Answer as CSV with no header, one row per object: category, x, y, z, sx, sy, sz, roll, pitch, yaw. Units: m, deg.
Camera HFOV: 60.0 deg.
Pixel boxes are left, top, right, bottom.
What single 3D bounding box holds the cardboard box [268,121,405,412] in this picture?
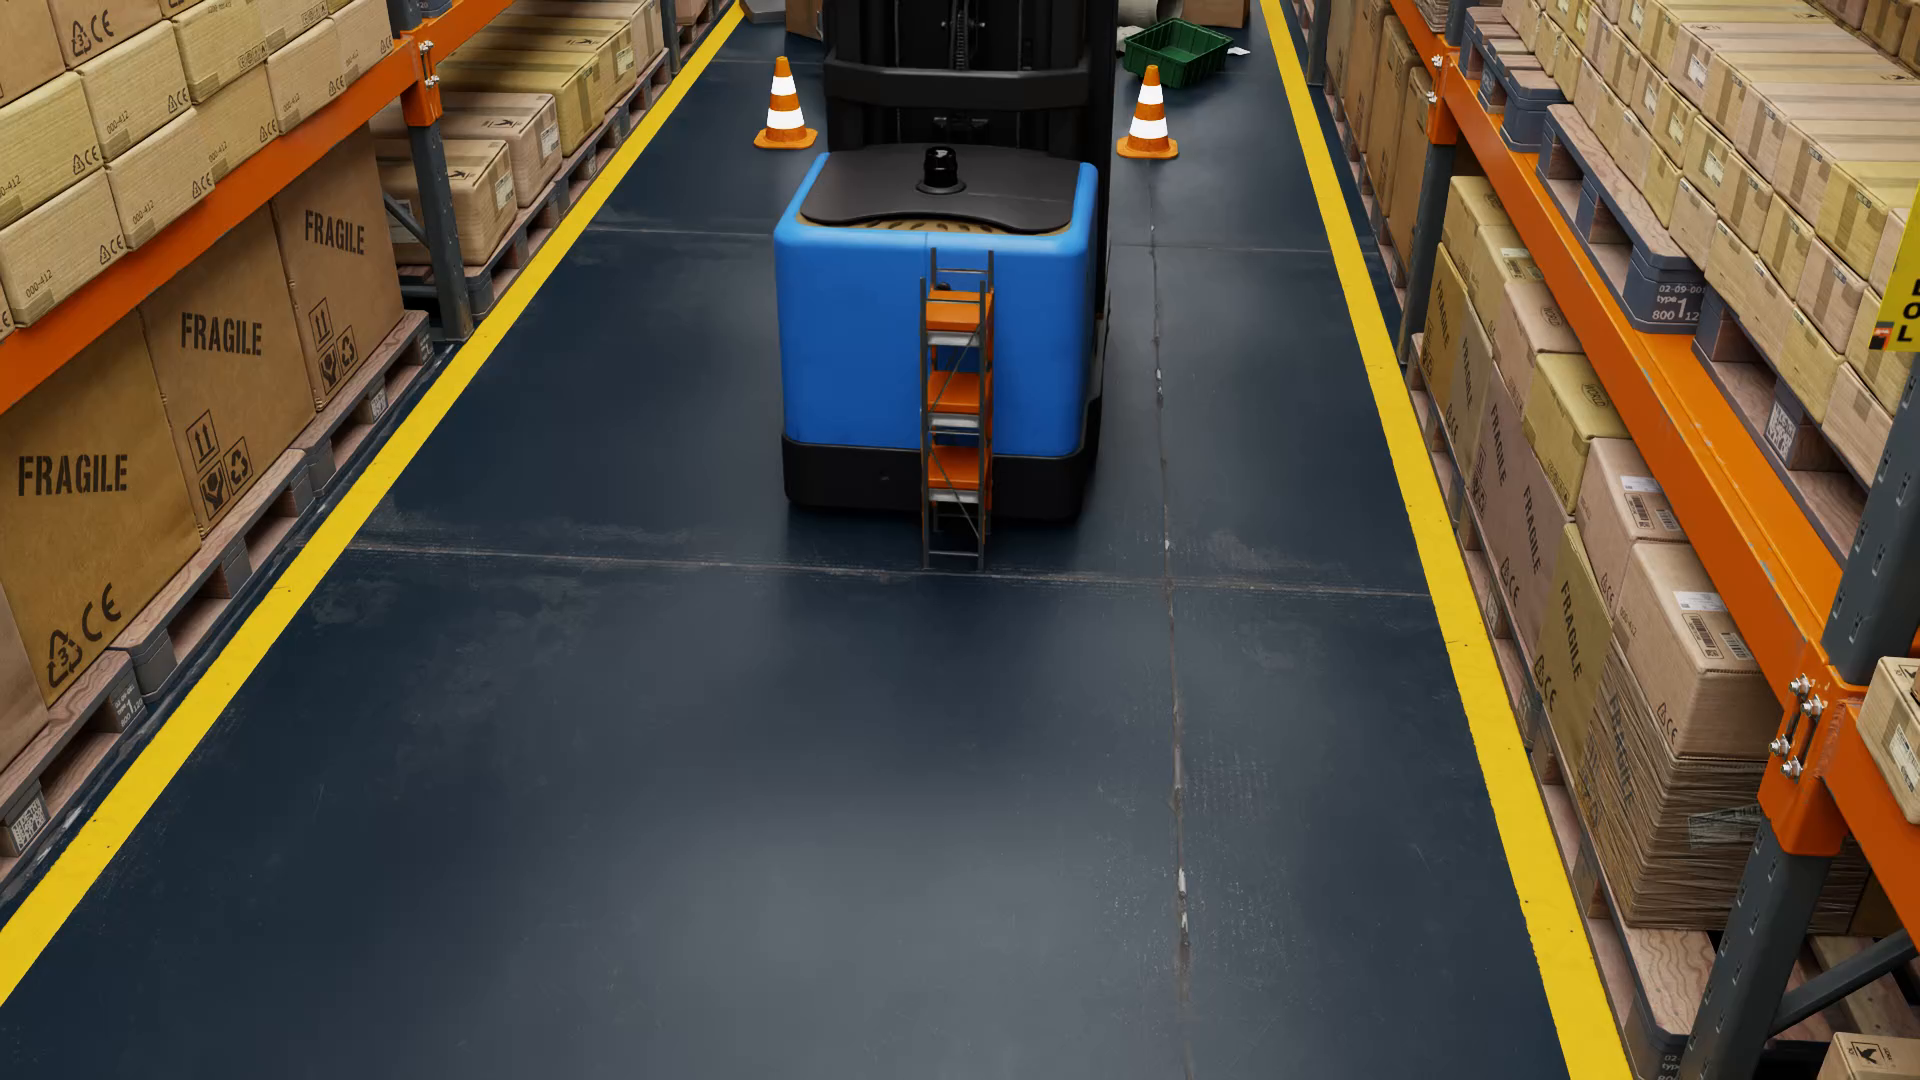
cardboard box,-2.746,-1.084,6.274,0.875,0.875,0.875,2,32,4

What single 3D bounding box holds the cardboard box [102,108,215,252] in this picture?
cardboard box,-2.486,-1.029,4.704,0.500,0.250,0.500,2,32,3

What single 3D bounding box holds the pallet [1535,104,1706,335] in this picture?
pallet,2.214,-0.890,4.518,1.003,0.211,1.213,2,32,4

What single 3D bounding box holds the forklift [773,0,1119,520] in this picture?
forklift,0.066,-2.070,6.316,1.130,2.935,3.031,4,32,6

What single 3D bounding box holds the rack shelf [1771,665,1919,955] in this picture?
rack shelf,1.846,1.435,1.248,1.077,0.370,4.000,2,32,4

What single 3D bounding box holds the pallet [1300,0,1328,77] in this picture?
pallet,2.800,-3.307,10.915,1.003,0.211,1.213,2,32,4

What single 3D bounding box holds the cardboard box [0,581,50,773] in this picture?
cardboard box,-2.962,0.323,3.992,0.875,0.875,0.875,3,32,6

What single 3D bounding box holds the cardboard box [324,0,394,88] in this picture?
cardboard box,-2.390,-1.828,5.999,0.500,0.250,0.500,1,32,2

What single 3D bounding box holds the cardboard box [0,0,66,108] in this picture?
cardboard box,-2.553,-1.291,3.937,0.500,0.500,0.500,2,32,3

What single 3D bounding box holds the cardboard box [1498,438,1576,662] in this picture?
cardboard box,1.906,0.035,4.817,0.500,0.500,0.500,2,32,3

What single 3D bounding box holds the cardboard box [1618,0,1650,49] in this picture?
cardboard box,1.998,-1.413,4.455,0.380,0.149,0.250,3,32,5

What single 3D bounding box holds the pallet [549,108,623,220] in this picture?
pallet,-2.440,-2.025,8.834,1.003,0.211,1.213,2,32,4

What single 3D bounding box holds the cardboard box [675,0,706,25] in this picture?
cardboard box,-1.964,-3.564,10.894,0.500,0.250,0.500,1,32,2

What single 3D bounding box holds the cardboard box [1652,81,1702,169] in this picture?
cardboard box,1.948,-1.021,4.104,0.380,0.149,0.250,3,32,4

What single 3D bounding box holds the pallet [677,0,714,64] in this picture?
pallet,-2.262,-3.424,11.105,1.003,0.211,1.213,2,32,4

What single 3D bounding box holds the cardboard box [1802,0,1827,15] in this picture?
cardboard box,2.688,-1.521,4.914,0.380,0.149,0.250,3,32,4

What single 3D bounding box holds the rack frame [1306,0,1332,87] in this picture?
rack frame,2.660,-4.100,9.544,1.000,3.000,0.127,2,32,4

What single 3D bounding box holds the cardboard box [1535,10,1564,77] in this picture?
cardboard box,2.053,-1.573,5.283,0.380,0.149,0.250,4,32,6

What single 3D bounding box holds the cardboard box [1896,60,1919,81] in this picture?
cardboard box,2.625,-1.119,4.263,0.380,0.149,0.250,2,32,3

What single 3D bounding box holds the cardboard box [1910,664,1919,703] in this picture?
cardboard box,1.717,0.162,2.249,0.500,0.500,0.500,2,32,3

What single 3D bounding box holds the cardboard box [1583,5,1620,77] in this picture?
cardboard box,2.015,-1.419,4.749,0.380,0.149,0.250,3,32,4

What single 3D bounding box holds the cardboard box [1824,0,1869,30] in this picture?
cardboard box,2.664,-1.524,4.636,0.380,0.149,0.250,2,32,4

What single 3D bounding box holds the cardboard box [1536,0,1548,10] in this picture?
cardboard box,2.075,-1.821,5.401,0.380,0.149,0.250,4,32,6

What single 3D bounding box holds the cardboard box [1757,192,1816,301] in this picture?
cardboard box,1.888,-0.599,3.419,0.380,0.149,0.250,4,32,6

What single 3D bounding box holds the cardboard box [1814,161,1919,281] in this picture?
cardboard box,1.868,-0.601,3.138,0.380,0.149,0.250,2,32,3

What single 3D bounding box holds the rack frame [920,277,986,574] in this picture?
rack frame,-0.022,-0.342,5.304,0.200,1.050,0.008,4,32,6

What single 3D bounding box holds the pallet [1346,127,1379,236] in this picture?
pallet,2.576,-1.866,8.577,1.003,0.211,1.213,2,32,4

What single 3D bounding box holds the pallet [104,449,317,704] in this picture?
pallet,-2.849,0.065,5.443,1.003,0.211,1.213,2,32,4

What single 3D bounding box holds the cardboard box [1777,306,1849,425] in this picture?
cardboard box,1.864,-0.341,3.283,0.380,0.149,0.250,3,32,4

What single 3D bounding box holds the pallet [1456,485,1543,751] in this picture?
pallet,2.168,0.224,5.186,1.003,0.211,1.213,2,32,4

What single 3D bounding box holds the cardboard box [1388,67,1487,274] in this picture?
cardboard box,2.474,-1.544,7.140,1.050,0.750,0.750,2,32,3

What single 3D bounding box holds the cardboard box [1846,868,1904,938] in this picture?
cardboard box,2.333,0.594,3.910,0.500,0.500,0.500,4,32,6

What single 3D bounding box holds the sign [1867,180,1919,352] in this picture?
sign,1.455,-0.431,2.487,0.100,0.325,0.005,2,32,4

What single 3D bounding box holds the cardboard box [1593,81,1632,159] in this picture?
cardboard box,1.991,-1.161,4.615,0.380,0.149,0.250,3,32,5

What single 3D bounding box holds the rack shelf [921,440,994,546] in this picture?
rack shelf,-0.008,-0.160,5.558,0.215,0.259,0.240,4,32,6

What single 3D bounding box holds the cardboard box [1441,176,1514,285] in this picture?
cardboard box,2.037,-1.092,5.930,0.500,0.250,0.500,1,32,2

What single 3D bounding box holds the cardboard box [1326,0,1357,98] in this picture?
cardboard box,2.699,-2.993,9.491,1.050,0.750,0.750,2,32,4

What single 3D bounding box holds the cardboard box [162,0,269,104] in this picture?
cardboard box,-2.453,-1.515,5.016,0.500,0.250,0.500,2,32,3

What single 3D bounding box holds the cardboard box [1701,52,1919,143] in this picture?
cardboard box,1.936,-1.001,3.788,0.380,0.149,0.250,1,32,2

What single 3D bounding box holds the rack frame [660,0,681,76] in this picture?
rack frame,-2.282,-4.259,9.801,1.000,3.000,0.127,2,32,4

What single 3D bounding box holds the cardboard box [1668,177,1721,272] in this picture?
cardboard box,1.924,-0.748,3.943,0.380,0.149,0.250,1,32,2

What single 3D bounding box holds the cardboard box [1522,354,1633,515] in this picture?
cardboard box,1.902,-0.296,4.639,0.500,0.250,0.500,1,32,2

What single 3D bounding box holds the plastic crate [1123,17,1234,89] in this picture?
plastic crate,1.369,-3.074,10.505,0.450,0.188,0.662,29,41,23

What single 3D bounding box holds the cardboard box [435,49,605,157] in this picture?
cardboard box,-2.432,-2.305,8.735,0.950,0.372,0.625,3,32,6

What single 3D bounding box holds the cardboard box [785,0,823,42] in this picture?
cardboard box,-0.838,-3.698,11.271,0.500,0.500,0.500,27,41,37

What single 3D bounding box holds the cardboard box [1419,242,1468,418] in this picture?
cardboard box,2.023,-0.764,6.113,0.500,0.500,0.500,1,32,2

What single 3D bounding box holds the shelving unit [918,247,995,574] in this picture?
shelving unit,-0.008,-0.405,5.407,0.215,1.050,0.252,4,32,6
